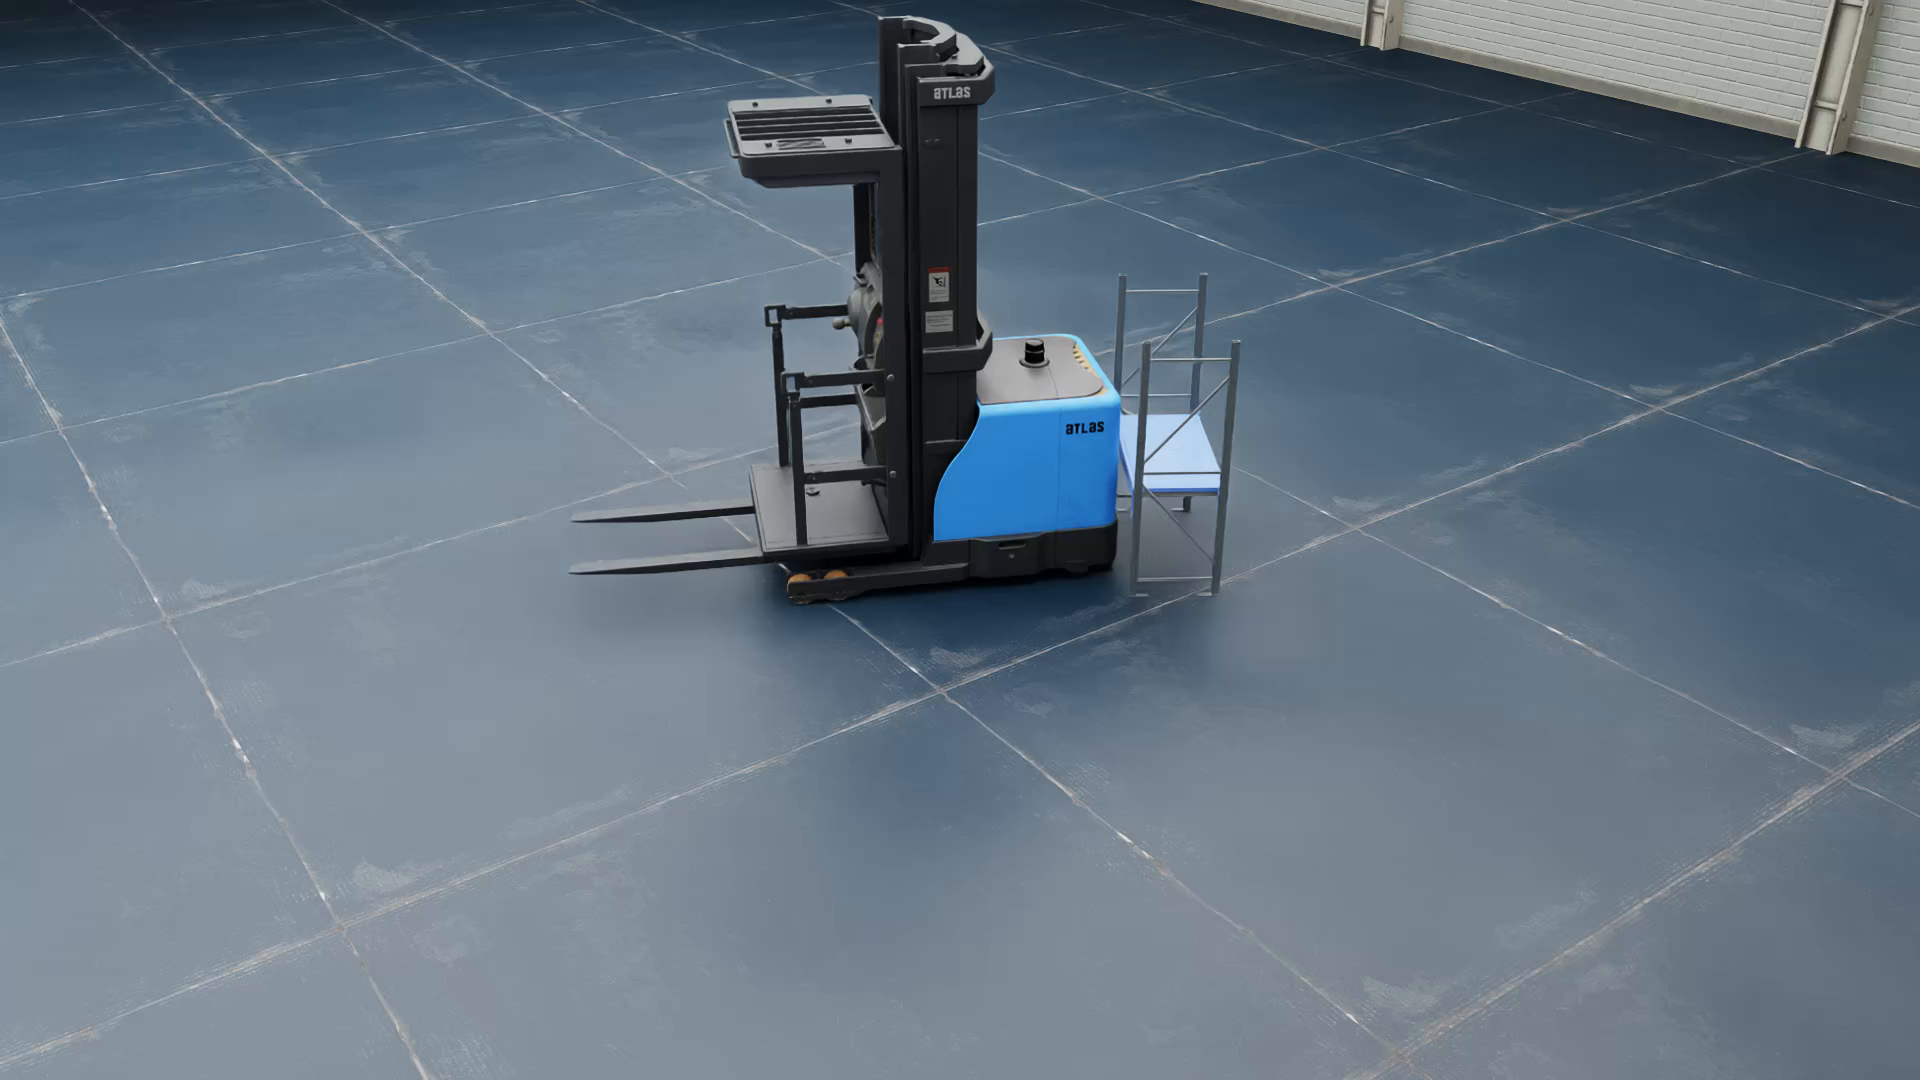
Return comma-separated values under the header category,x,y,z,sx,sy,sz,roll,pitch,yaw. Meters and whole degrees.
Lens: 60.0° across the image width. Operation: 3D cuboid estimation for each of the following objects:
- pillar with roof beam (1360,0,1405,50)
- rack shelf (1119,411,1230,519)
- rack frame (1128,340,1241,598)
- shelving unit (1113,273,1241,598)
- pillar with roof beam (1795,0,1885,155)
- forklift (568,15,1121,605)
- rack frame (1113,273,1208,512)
category,x,y,z,sx,sy,sz,roll,pitch,yaw
pillar with roof beam,1.921,-9.148,17.166,9.100,9.000,0.400,-19,34,-31
rack shelf,1.161,-0.436,9.358,0.538,0.185,1.000,-1,29,-2
rack frame,1.178,-0.352,8.826,0.500,1.500,0.032,-1,29,-2
shelving unit,1.161,-0.594,9.273,0.538,1.500,1.048,-1,29,-2
pillar with roof beam,5.401,-6.816,12.871,9.100,9.000,0.400,-19,34,-31
forklift,-0.684,-1.207,8.902,3.031,2.935,1.130,-5,29,-9
rack frame,1.144,-0.837,9.719,0.500,1.500,0.032,-1,29,-2
